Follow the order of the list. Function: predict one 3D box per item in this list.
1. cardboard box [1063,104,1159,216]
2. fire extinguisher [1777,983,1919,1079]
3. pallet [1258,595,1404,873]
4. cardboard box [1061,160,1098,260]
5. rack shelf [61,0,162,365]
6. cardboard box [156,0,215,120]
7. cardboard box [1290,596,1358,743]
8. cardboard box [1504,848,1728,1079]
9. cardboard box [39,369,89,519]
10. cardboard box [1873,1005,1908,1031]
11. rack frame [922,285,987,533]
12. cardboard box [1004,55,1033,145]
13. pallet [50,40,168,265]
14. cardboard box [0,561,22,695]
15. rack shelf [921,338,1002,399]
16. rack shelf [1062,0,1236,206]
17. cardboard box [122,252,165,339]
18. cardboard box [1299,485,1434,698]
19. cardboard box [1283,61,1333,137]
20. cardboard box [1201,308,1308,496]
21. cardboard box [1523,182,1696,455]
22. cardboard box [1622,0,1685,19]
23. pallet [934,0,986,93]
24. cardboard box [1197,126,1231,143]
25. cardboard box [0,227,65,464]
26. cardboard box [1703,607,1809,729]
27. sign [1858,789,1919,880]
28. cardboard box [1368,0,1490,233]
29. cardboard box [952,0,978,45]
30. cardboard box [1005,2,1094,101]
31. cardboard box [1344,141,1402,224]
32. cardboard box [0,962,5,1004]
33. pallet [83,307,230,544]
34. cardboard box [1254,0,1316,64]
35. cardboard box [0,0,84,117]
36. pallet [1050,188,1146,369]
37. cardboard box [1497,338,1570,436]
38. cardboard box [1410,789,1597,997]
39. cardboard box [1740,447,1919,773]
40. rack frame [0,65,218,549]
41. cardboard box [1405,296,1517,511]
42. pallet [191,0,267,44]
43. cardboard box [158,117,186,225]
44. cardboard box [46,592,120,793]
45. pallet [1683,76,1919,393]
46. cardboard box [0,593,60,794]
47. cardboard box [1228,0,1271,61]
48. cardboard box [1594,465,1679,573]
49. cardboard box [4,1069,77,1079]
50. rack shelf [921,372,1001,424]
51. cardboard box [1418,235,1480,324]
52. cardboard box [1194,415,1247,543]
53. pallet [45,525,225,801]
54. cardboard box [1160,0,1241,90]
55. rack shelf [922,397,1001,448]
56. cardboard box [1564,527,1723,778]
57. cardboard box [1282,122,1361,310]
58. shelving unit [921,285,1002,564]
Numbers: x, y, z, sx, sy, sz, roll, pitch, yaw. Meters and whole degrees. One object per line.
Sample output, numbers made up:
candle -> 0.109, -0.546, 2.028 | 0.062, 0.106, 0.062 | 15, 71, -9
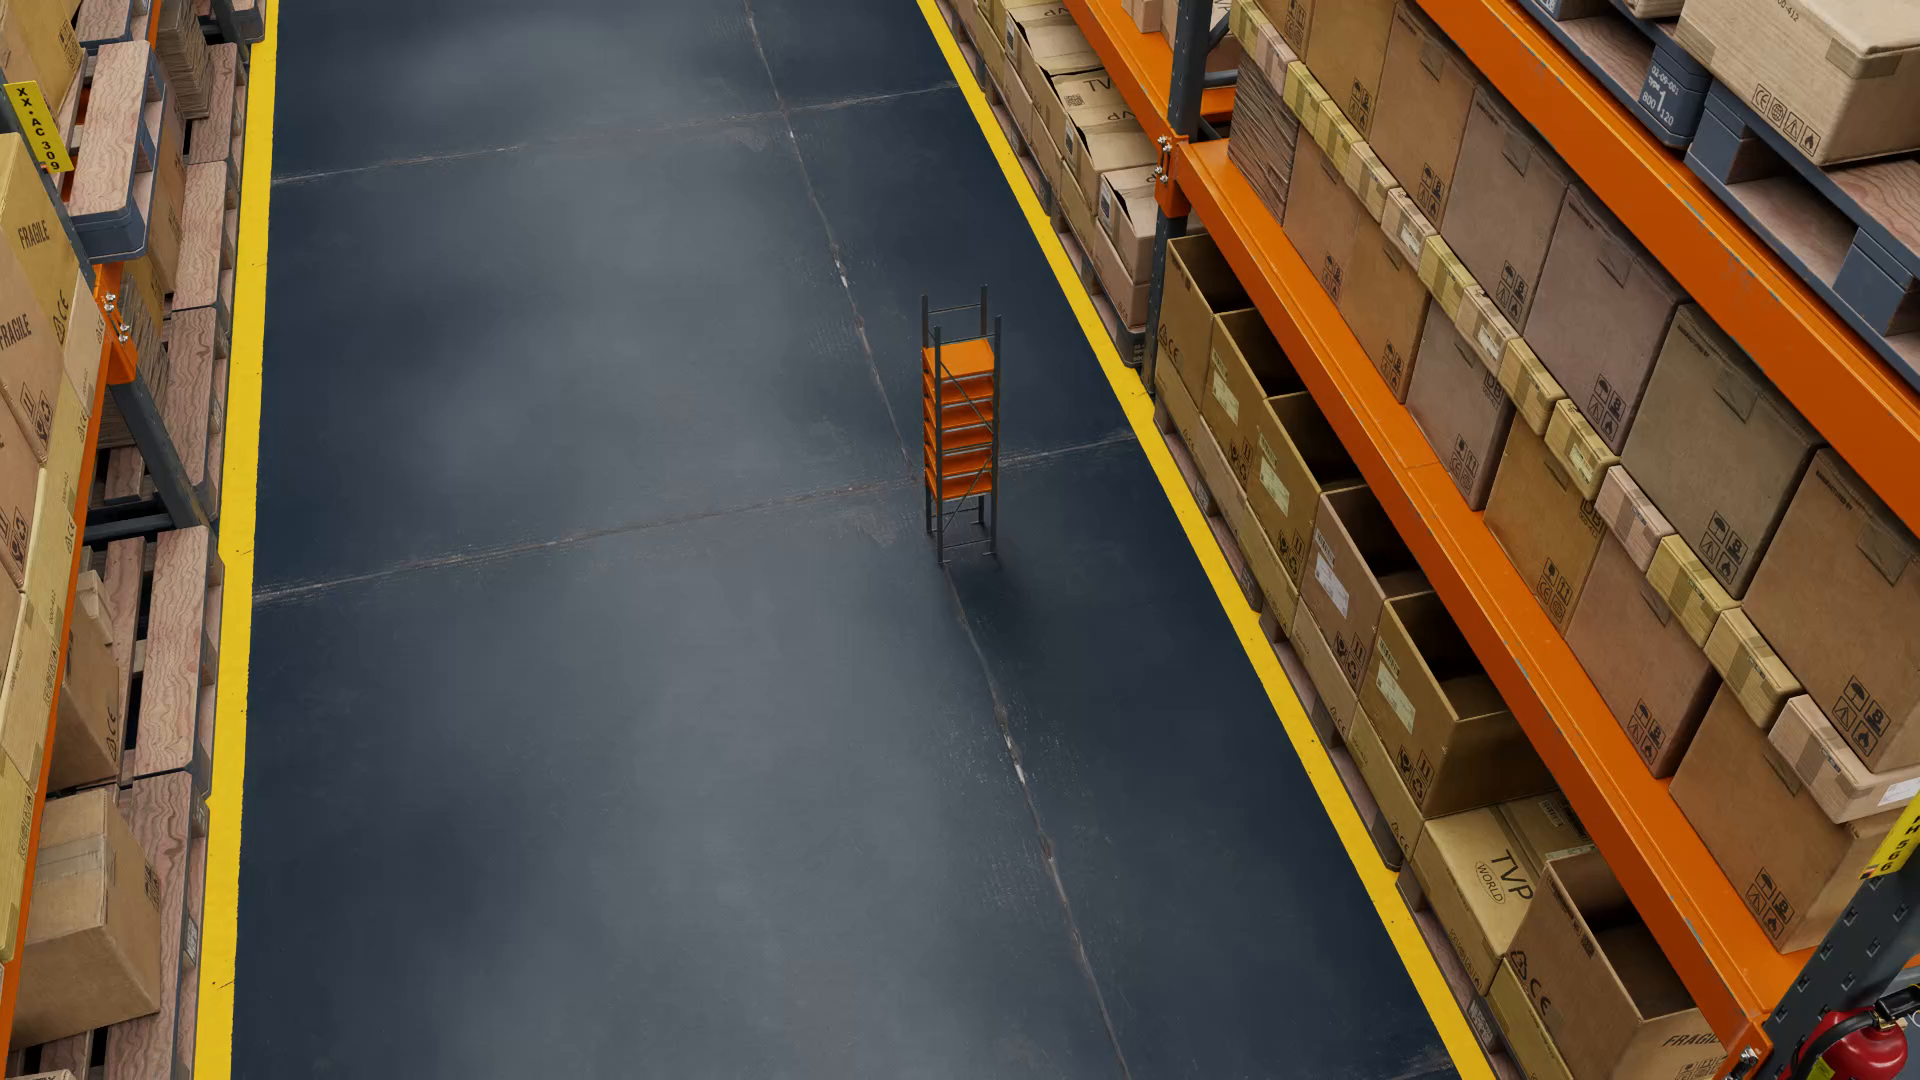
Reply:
cardboard box -> 0.787, -1.788, 7.641 | 0.500, 0.311, 0.500 | -10, 46, -9
fire extinguisher -> 1.912, 1.133, 3.593 | 0.296, 0.674, 0.183 | -11, 47, -10
pallet -> 1.786, 0.554, 6.059 | 1.003, 0.211, 1.213 | -11, 47, -10
cardboard box -> 0.793, -1.590, 7.839 | 0.500, 0.250, 0.500 | -11, 47, -11
rack shelf -> -3.992, -2.043, 7.155 | 1.077, 0.370, 4.000 | -11, 47, -10
cardboard box -> -4.270, -2.467, 8.510 | 0.700, 0.500, 0.500 | -10, 46, -10
cardboard box -> 1.513, 0.405, 5.884 | 0.500, 0.250, 0.500 | -11, 47, -10
cardboard box -> 1.906, 1.177, 4.603 | 0.500, 0.500, 0.500 | -11, 47, -10
cardboard box -> -2.947, -0.251, 4.987 | 0.500, 0.250, 0.500 | -11, 47, -10
cardboard box -> 2.409, 1.344, 4.964 | 0.500, 0.250, 0.500 | -11, 47, -10
rack frame -> -0.020, -0.473, 6.374 | 0.240, 1.200, 0.006 | -11, 47, -10
cardboard box -> 0.533, -2.294, 8.529 | 0.500, 0.250, 0.500 | -10, 46, -10
pallet -> -3.535, -1.401, 6.157 | 1.003, 0.211, 1.213 | -11, 47, -10
cardboard box -> -2.675, 0.191, 4.028 | 0.500, 0.500, 0.500 | -9, 46, -9
rack shelf -> 0.004, -0.631, 6.086 | 0.258, 0.103, 0.180 | -11, 47, -10
rack shelf -> 0.795, -2.951, 8.046 | 1.077, 0.370, 4.000 | -11, 47, -10
cardboard box -> -3.866, -1.046, 7.117 | 0.700, 0.500, 0.500 | -12, 47, -11
cardboard box -> 1.509, 0.143, 5.615 | 0.500, 0.500, 0.500 | -11, 47, -10
cardboard box -> 1.321, -1.512, 5.607 | 0.380, 0.149, 0.250 | -12, 47, -11
cardboard box -> 1.259, -0.548, 6.293 | 0.500, 0.500, 0.500 | -11, 47, -10
cardboard box -> 1.941, -0.621, 4.280 | 0.700, 0.500, 0.500 | -11, 47, -10
cardboard box -> 1.639, -1.406, 3.598 | 0.500, 0.311, 0.500 | -6, 46, -6
pallet -> 0.456, -3.032, 9.574 | 1.003, 0.211, 1.213 | -11, 47, -10
cardboard box -> 1.319, -1.880, 7.731 | 0.500, 0.311, 0.500 | -11, 47, -11
cardboard box -> -2.927, -0.517, 4.723 | 0.500, 0.500, 0.500 | -11, 47, -11
cardboard box -> 1.981, 0.268, 3.863 | 0.380, 0.149, 0.250 | -10, 46, -9
sign -> 1.803, 0.541, 3.143 | 0.100, 0.325, 0.005 | -11, 47, -10
cardboard box -> 1.685, -1.311, 4.957 | 0.700, 0.500, 0.500 | -11, 47, -10
cardboard box -> 0.263, -3.006, 9.227 | 0.500, 0.250, 0.500 | -12, 47, -11
cardboard box -> 0.537, -2.481, 8.320 | 0.500, 0.311, 0.500 | -11, 47, -11
cardboard box -> 1.451, -1.158, 5.261 | 0.380, 0.149, 0.250 | -12, 47, -12
cardboard box -> -2.421, 1.142, 3.621 | 0.500, 0.250, 0.500 | -12, 47, -12
pallet -> -3.681, -0.475, 7.068 | 1.003, 0.211, 1.213 | -11, 47, -10
cardboard box -> 1.427, -2.006, 5.637 | 0.700, 0.500, 0.500 | -10, 47, -10
cardboard box -> -3.714, -1.848, 6.082 | 0.700, 0.500, 0.500 | -6, 46, -6
pallet -> 1.081, -1.348, 7.923 | 1.003, 0.211, 1.213 | -11, 47, -10
cardboard box -> 1.716, -0.445, 4.562 | 0.380, 0.149, 0.250 | -10, 46, -9
cardboard box -> 1.769, 1.096, 5.207 | 0.500, 0.250, 0.500 | -11, 47, -10
cardboard box -> 2.211, 0.089, 3.584 | 0.700, 0.500, 0.500 | -11, 47, -10
rack frame -> -3.480, -0.914, 5.545 | 1.000, 3.000, 0.127 | -11, 47, -10
cardboard box -> 1.825, -0.488, 5.058 | 0.700, 0.500, 0.500 | -9, 46, -9
pallet -> -4.633, -3.258, 9.795 | 1.003, 0.211, 1.213 | -11, 47, -10
cardboard box -> -4.096, -1.752, 7.809 | 0.700, 0.500, 0.500 | -11, 47, -11
cardboard box -> -3.176, 0.516, 5.586 | 0.500, 0.500, 0.500 | -14, 47, -13
pallet -> 2.175, -0.572, 3.172 | 1.003, 0.211, 1.213 | -11, 47, -10
cardboard box -> -2.673, 0.440, 4.309 | 0.500, 0.250, 0.500 | -10, 46, -10
cardboard box -> 1.189, -1.863, 5.952 | 0.380, 0.149, 0.250 | -11, 47, -10
cardboard box -> 1.853, -0.083, 4.206 | 0.380, 0.149, 0.250 | -10, 46, -10
cardboard box -> -2.692, 1.747, 4.512 | 0.500, 0.311, 0.500 | -7, 46, -7
rack shelf -> 0.004, -0.547, 6.172 | 0.258, 0.103, 0.180 | -11, 47, -10
cardboard box -> 1.589, -0.794, 4.904 | 0.380, 0.149, 0.250 | -11, 47, -11
cardboard box -> 1.256, -0.285, 6.560 | 0.500, 0.250, 0.500 | -11, 47, -10
pallet -> -3.274, 0.519, 6.093 | 1.003, 0.211, 1.213 | -11, 47, -10
cardboard box -> 1.139, -2.102, 6.814 | 0.500, 0.250, 0.500 | -8, 46, -8
rack shelf -> 0.004, -0.463, 6.258 | 0.258, 0.103, 0.180 | -11, 47, -10
cardboard box -> 2.085, 0.218, 4.366 | 0.700, 0.500, 0.500 | -10, 46, -9
cardboard box -> 1.568, -1.189, 5.745 | 0.700, 0.500, 0.500 | -11, 47, -11
shelving unit -> 0.004, -0.410, 6.312 | 0.258, 1.200, 0.189 | -11, 47, -10
